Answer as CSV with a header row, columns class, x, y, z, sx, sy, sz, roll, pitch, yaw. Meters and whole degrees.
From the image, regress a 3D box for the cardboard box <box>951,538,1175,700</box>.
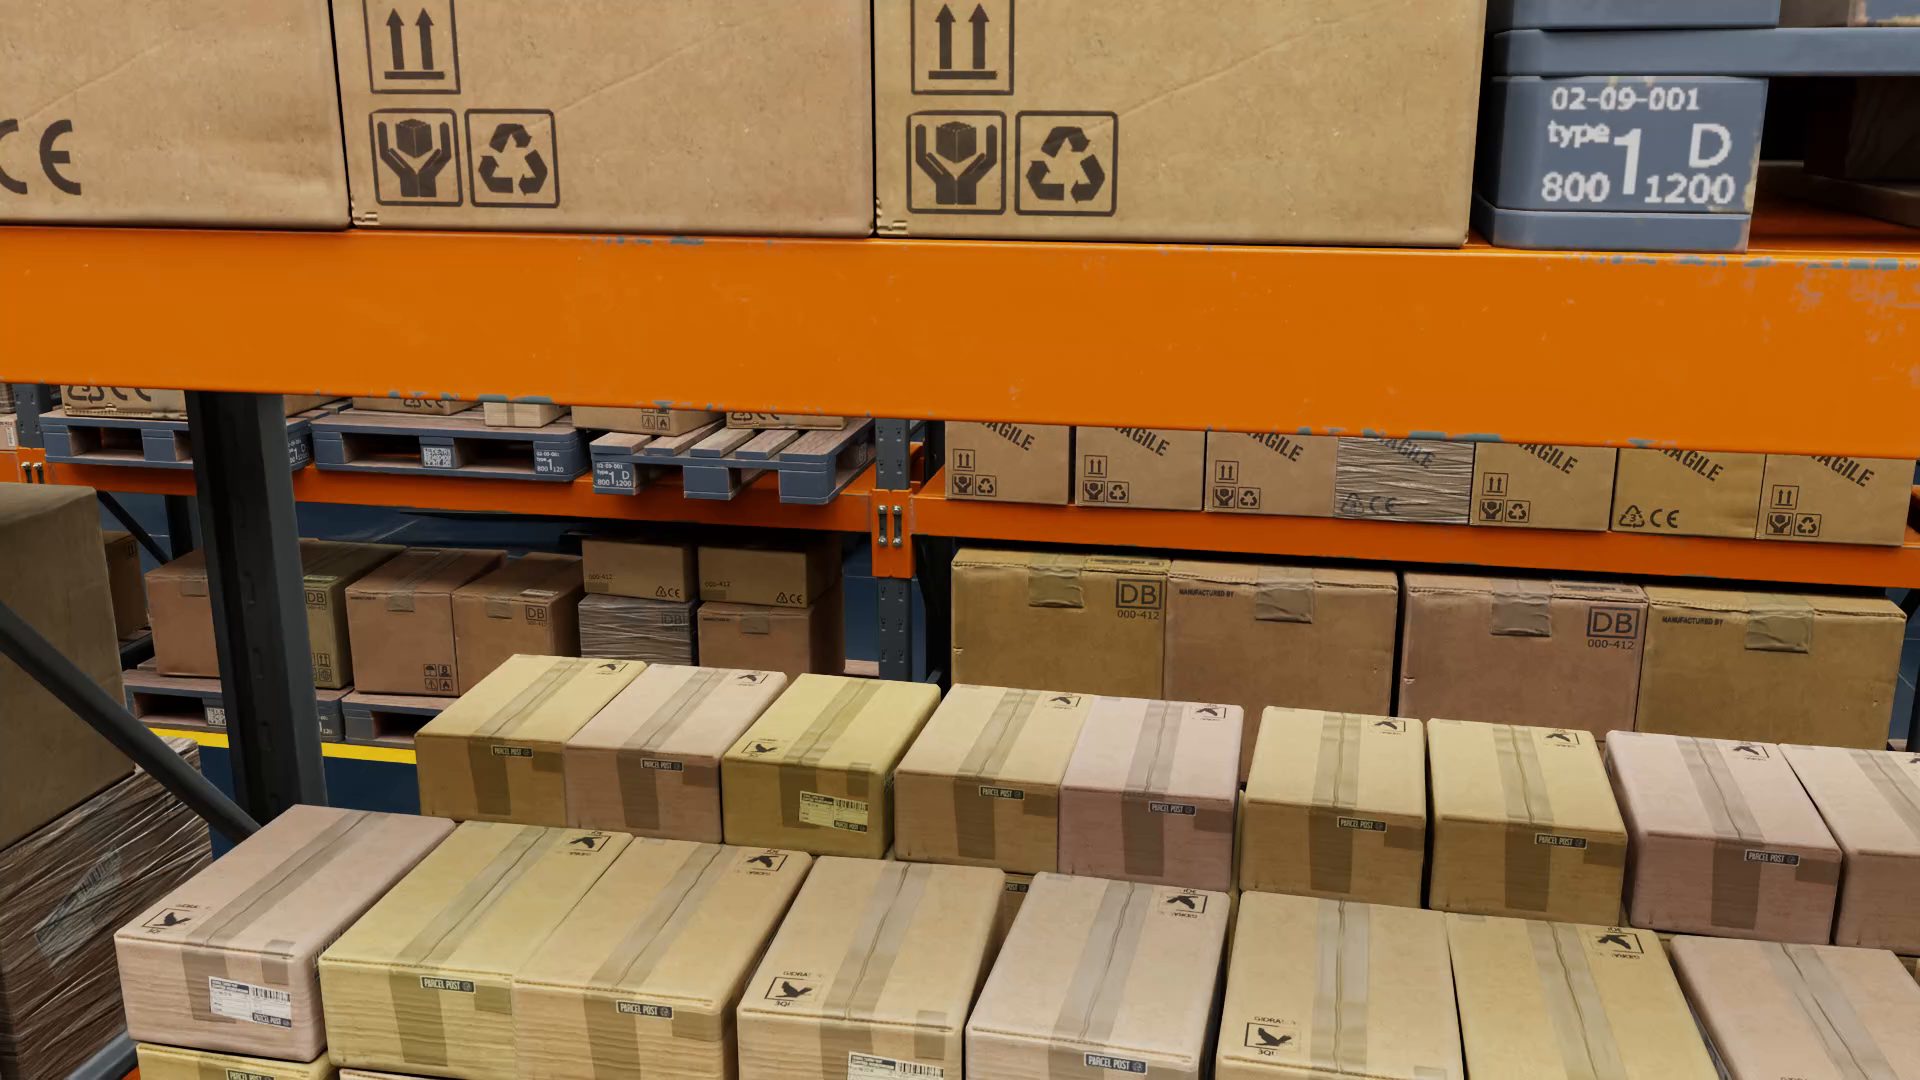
class,x,y,z,sx,sy,sz,roll,pitch,yaw
cardboard box,0.489,0.360,7.268,0.875,0.875,1.225,2,16,8

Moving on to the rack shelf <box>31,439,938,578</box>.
class,x,y,z,sx,sy,sz,roll,pitch,yaw
rack shelf,-2.143,-0.264,7.672,4.000,0.370,1.077,3,16,11

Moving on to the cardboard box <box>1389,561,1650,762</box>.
class,x,y,z,sx,sy,sz,roll,pitch,yaw
cardboard box,2.230,0.454,6.926,0.875,0.875,1.225,3,16,9

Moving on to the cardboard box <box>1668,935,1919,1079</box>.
class,x,y,z,sx,sy,sz,roll,pitch,yaw
cardboard box,0.940,0.593,1.801,0.250,0.149,0.380,2,16,9

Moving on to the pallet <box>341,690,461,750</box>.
class,x,y,z,sx,sy,sz,roll,pitch,yaw
pallet,-2.140,0.732,7.952,1.213,0.211,1.003,3,16,11

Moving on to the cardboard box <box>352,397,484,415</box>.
class,x,y,z,sx,sy,sz,roll,pitch,yaw
cardboard box,-2.386,-0.901,7.645,0.637,0.503,0.797,5,16,17

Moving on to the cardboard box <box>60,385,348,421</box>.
class,x,y,z,sx,sy,sz,roll,pitch,yaw
cardboard box,-3.352,-1.129,7.539,1.000,1.000,1.000,3,16,11

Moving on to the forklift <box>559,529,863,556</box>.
class,x,y,z,sx,sy,sz,roll,pitch,yaw
forklift,-18.776,-4.193,20.806,37.947,2.843,19.219,1,16,5

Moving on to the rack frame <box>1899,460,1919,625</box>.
class,x,y,z,sx,sy,sz,roll,pitch,yaw
rack frame,3.736,-0.290,6.421,0.053,2.616,0.949,3,16,11

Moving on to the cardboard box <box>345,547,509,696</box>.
class,x,y,z,sx,sy,sz,roll,pitch,yaw
cardboard box,-2.493,0.374,7.881,0.500,0.500,0.700,2,16,6

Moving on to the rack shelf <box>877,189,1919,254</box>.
class,x,y,z,sx,sy,sz,roll,pitch,yaw
rack shelf,0.689,-0.298,1.813,3.809,0.124,0.919,3,16,11

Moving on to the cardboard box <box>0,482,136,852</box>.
class,x,y,z,sx,sy,sz,roll,pitch,yaw
cardboard box,-1.708,0.232,2.476,0.500,0.500,0.700,3,16,11

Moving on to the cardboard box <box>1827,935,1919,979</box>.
class,x,y,z,sx,sy,sz,roll,pitch,yaw
cardboard box,1.328,0.581,2.403,0.250,0.149,0.380,4,16,13

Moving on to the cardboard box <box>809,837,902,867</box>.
class,x,y,z,sx,sy,sz,roll,pitch,yaw
cardboard box,-0.175,0.498,2.703,0.250,0.149,0.380,3,16,12

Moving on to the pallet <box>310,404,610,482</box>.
class,x,y,z,sx,sy,sz,roll,pitch,yaw
pallet,-2.131,-0.506,7.559,1.213,0.211,1.003,3,16,11

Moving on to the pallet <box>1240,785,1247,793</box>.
class,x,y,z,sx,sy,sz,roll,pitch,yaw
pallet,1.766,0.967,7.105,1.213,0.211,1.003,3,16,11

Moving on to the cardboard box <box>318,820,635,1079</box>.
class,x,y,z,sx,sy,sz,roll,pitch,yaw
cardboard box,-0.592,0.509,2.105,0.250,0.149,0.380,3,16,10

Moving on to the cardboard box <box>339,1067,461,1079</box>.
class,x,y,z,sx,sy,sz,roll,pitch,yaw
cardboard box,-0.571,0.656,2.133,0.250,0.149,0.380,4,16,14

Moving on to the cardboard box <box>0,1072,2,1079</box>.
class,x,y,z,sx,sy,sz,roll,pitch,yaw
cardboard box,-1.961,0.702,2.650,1.009,0.500,1.038,3,16,11

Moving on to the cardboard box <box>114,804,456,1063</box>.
class,x,y,z,sx,sy,sz,roll,pitch,yaw
cardboard box,-0.852,0.496,2.153,0.250,0.149,0.380,3,16,11

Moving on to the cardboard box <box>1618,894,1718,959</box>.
class,x,y,z,sx,sy,sz,roll,pitch,yaw
cardboard box,1.068,0.567,2.454,0.250,0.149,0.380,3,16,10

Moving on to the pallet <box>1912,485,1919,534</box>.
class,x,y,z,sx,sy,sz,roll,pitch,yaw
pallet,6.651,-0.150,11.137,1.213,0.211,1.003,3,16,11

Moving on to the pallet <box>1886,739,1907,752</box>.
class,x,y,z,sx,sy,sz,roll,pitch,yaw
pallet,4.466,1.114,6.576,1.213,0.211,1.003,3,16,11

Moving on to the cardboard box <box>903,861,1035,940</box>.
class,x,y,z,sx,sy,sz,roll,pitch,yaw
cardboard box,0.070,0.511,2.654,0.250,0.149,0.380,3,16,11

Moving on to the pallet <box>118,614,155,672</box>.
class,x,y,z,sx,sy,sz,roll,pitch,yaw
pallet,-4.768,0.601,8.428,1.213,0.211,1.003,3,16,11

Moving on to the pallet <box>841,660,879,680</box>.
class,x,y,z,sx,sy,sz,roll,pitch,yaw
pallet,-0.949,0.798,7.716,1.213,0.211,1.003,3,16,11

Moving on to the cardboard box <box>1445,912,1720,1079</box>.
class,x,y,z,sx,sy,sz,roll,pitch,yaw
cardboard box,0.676,0.579,1.851,0.270,0.149,0.393,4,16,13

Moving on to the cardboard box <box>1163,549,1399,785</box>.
class,x,y,z,sx,sy,sz,roll,pitch,yaw
cardboard box,1.361,0.409,7.089,0.875,0.875,1.225,3,16,11

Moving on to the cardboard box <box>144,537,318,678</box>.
class,x,y,z,sx,sy,sz,roll,pitch,yaw
cardboard box,-3.505,0.314,8.097,0.500,0.500,0.700,2,16,7

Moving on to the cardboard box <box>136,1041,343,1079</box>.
class,x,y,z,sx,sy,sz,roll,pitch,yaw
cardboard box,-0.837,0.642,2.183,0.250,0.149,0.380,4,16,14

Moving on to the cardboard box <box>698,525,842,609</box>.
class,x,y,z,sx,sy,sz,roll,pitch,yaw
cardboard box,-0.846,0.100,7.467,0.500,0.250,0.500,4,16,13

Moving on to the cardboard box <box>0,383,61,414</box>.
class,x,y,z,sx,sy,sz,roll,pitch,yaw
cardboard box,-4.531,-0.948,8.052,0.500,0.500,0.875,3,16,11

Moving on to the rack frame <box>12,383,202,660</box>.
class,x,y,z,sx,sy,sz,roll,pitch,yaw
rack frame,-4.103,-0.717,7.960,0.127,3.000,1.000,3,16,11

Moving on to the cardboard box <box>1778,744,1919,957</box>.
class,x,y,z,sx,sy,sz,roll,pitch,yaw
cardboard box,1.335,0.437,2.366,0.250,0.149,0.380,3,16,11

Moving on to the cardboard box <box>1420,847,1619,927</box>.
class,x,y,z,sx,sy,sz,roll,pitch,yaw
cardboard box,0.822,0.552,2.505,0.250,0.149,0.380,3,16,10

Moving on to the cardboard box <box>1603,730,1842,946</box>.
class,x,y,z,sx,sy,sz,roll,pitch,yaw
cardboard box,1.088,0.423,2.415,0.250,0.149,0.380,4,16,13

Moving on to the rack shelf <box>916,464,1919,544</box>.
class,x,y,z,sx,sy,sz,roll,pitch,yaw
rack shelf,1.777,-0.145,6.878,3.809,0.124,0.919,3,16,11

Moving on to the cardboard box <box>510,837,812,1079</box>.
class,x,y,z,sx,sy,sz,roll,pitch,yaw
cardboard box,-0.353,0.523,2.053,0.250,0.149,0.380,3,16,11

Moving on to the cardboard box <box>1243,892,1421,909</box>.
class,x,y,z,sx,sy,sz,roll,pitch,yaw
cardboard box,0.569,0.539,2.555,0.250,0.149,0.380,4,16,12

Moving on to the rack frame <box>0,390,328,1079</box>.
class,x,y,z,sx,sy,sz,roll,pitch,yaw
rack frame,-1.270,0.788,2.527,0.127,3.000,1.000,3,16,11

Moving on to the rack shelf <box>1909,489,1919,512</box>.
class,x,y,z,sx,sy,sz,roll,pitch,yaw
rack shelf,5.697,0.033,6.100,3.809,0.052,0.919,3,16,11

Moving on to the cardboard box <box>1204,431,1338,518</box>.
class,x,y,z,sx,sy,sz,roll,pitch,yaw
cardboard box,1.248,-0.402,6.637,0.500,0.500,0.500,3,16,10

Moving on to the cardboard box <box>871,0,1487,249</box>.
class,x,y,z,sx,sy,sz,roll,pitch,yaw
cardboard box,0.219,-0.556,1.572,0.500,0.500,0.500,3,16,11

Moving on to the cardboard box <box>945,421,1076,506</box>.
class,x,y,z,sx,sy,sz,roll,pitch,yaw
cardboard box,0.239,-0.455,6.828,0.500,0.500,0.500,4,16,13

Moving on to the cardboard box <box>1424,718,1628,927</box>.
class,x,y,z,sx,sy,sz,roll,pitch,yaw
cardboard box,0.823,0.410,2.463,0.250,0.149,0.380,4,16,13

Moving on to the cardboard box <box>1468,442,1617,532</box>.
class,x,y,z,sx,sy,sz,roll,pitch,yaw
cardboard box,2.227,-0.347,6.438,0.500,0.500,0.500,3,16,10
